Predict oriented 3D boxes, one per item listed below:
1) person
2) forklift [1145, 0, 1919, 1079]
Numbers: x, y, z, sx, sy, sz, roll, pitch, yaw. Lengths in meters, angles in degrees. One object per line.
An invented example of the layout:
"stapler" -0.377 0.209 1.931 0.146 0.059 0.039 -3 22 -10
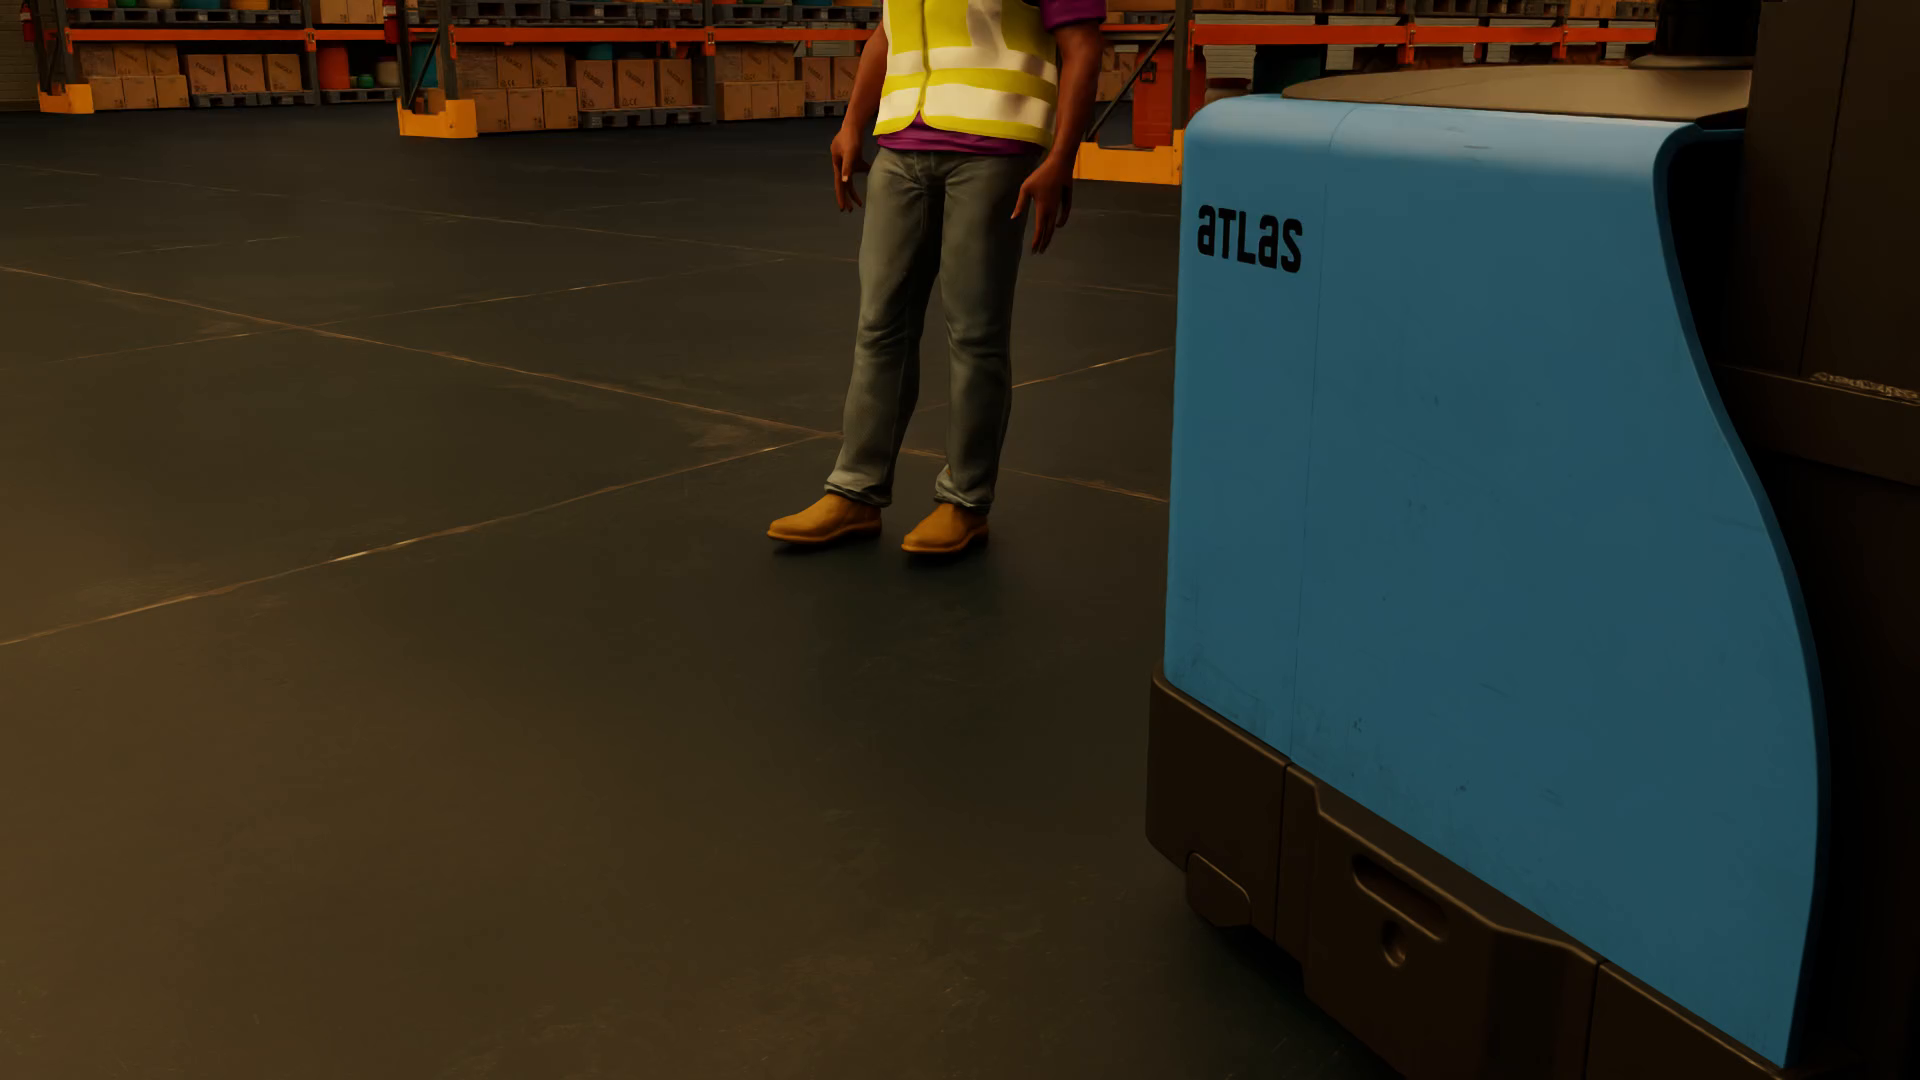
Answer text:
"person" -0.049 -0.838 3.636 0.666 1.765 0.577 13 21 37
"forklift" 1.350 -0.603 0.882 1.130 2.935 3.031 -8 19 -24
